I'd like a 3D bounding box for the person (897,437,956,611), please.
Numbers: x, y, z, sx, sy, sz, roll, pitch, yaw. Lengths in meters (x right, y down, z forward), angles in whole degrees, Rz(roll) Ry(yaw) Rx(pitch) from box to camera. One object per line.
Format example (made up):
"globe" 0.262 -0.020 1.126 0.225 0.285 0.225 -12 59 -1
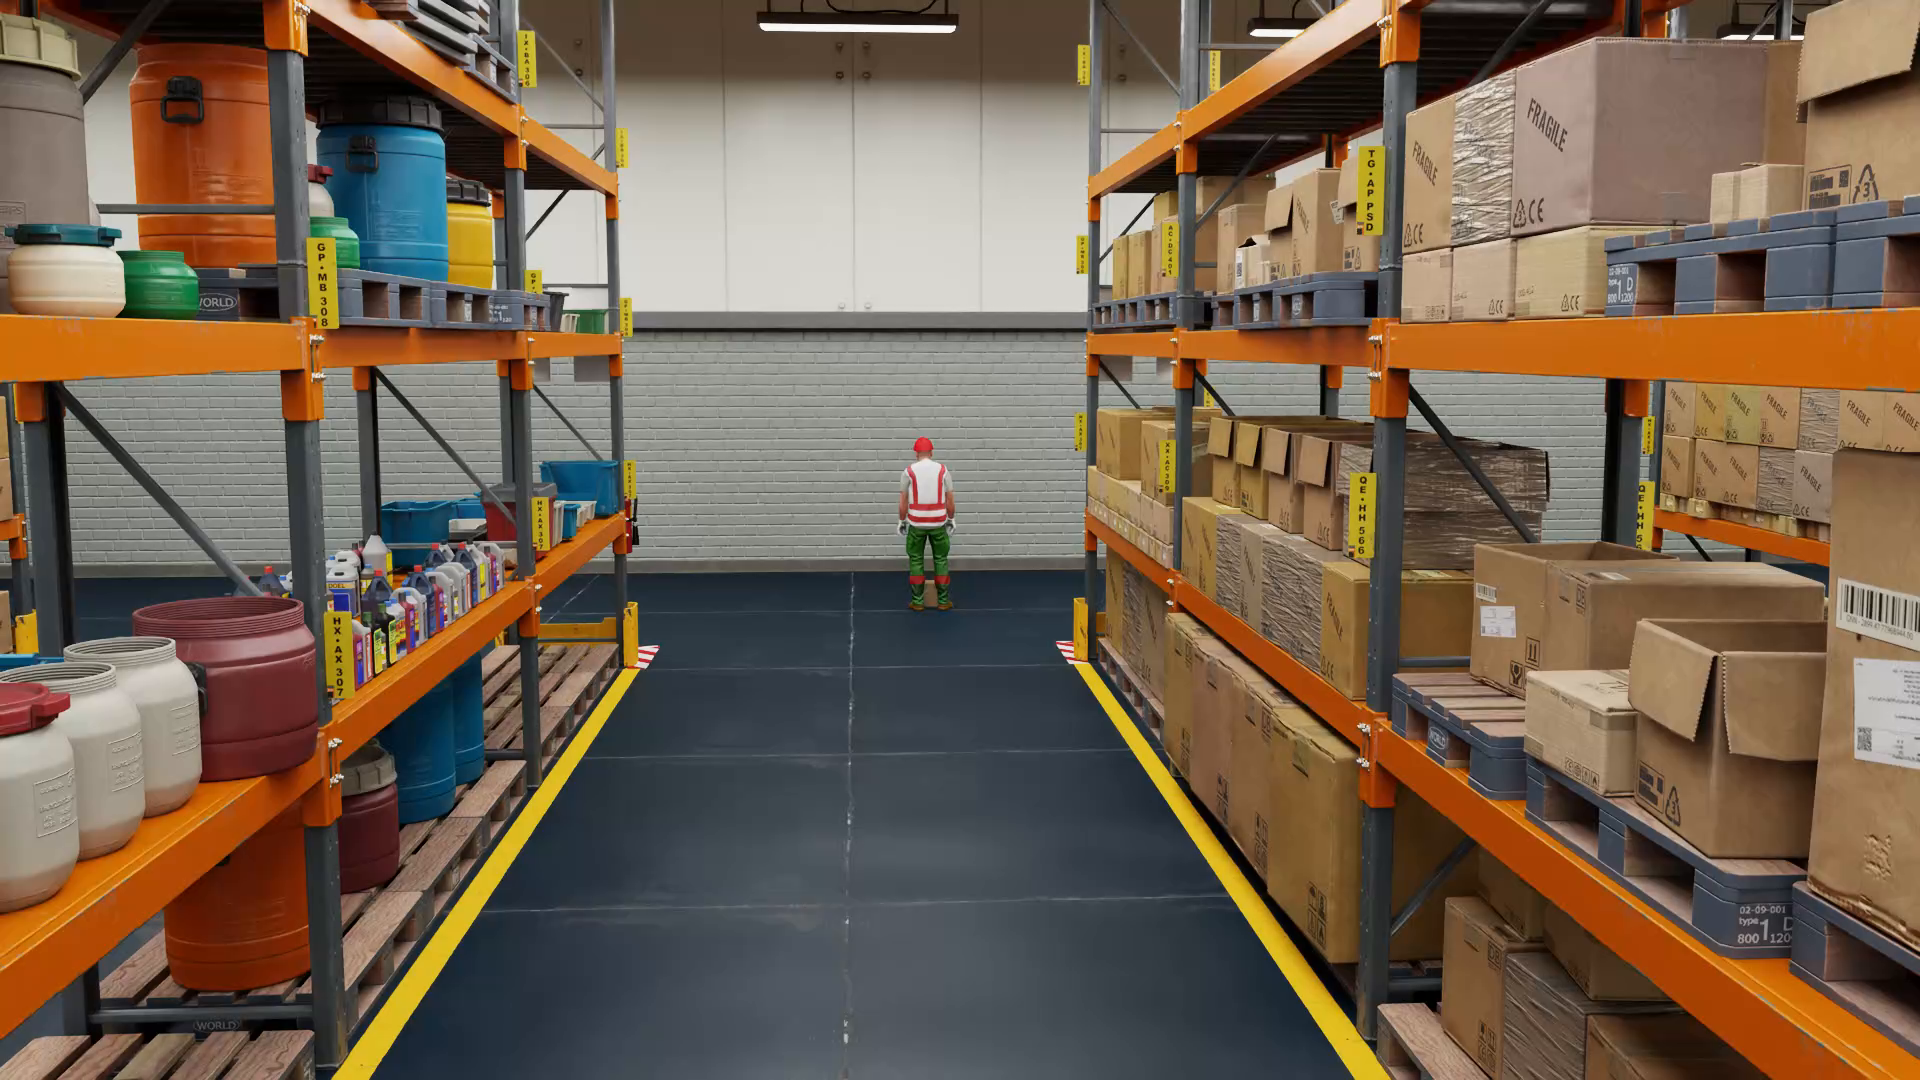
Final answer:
"person" -0.342 -0.168 17.099 0.608 1.777 0.454 -1 7 -6
